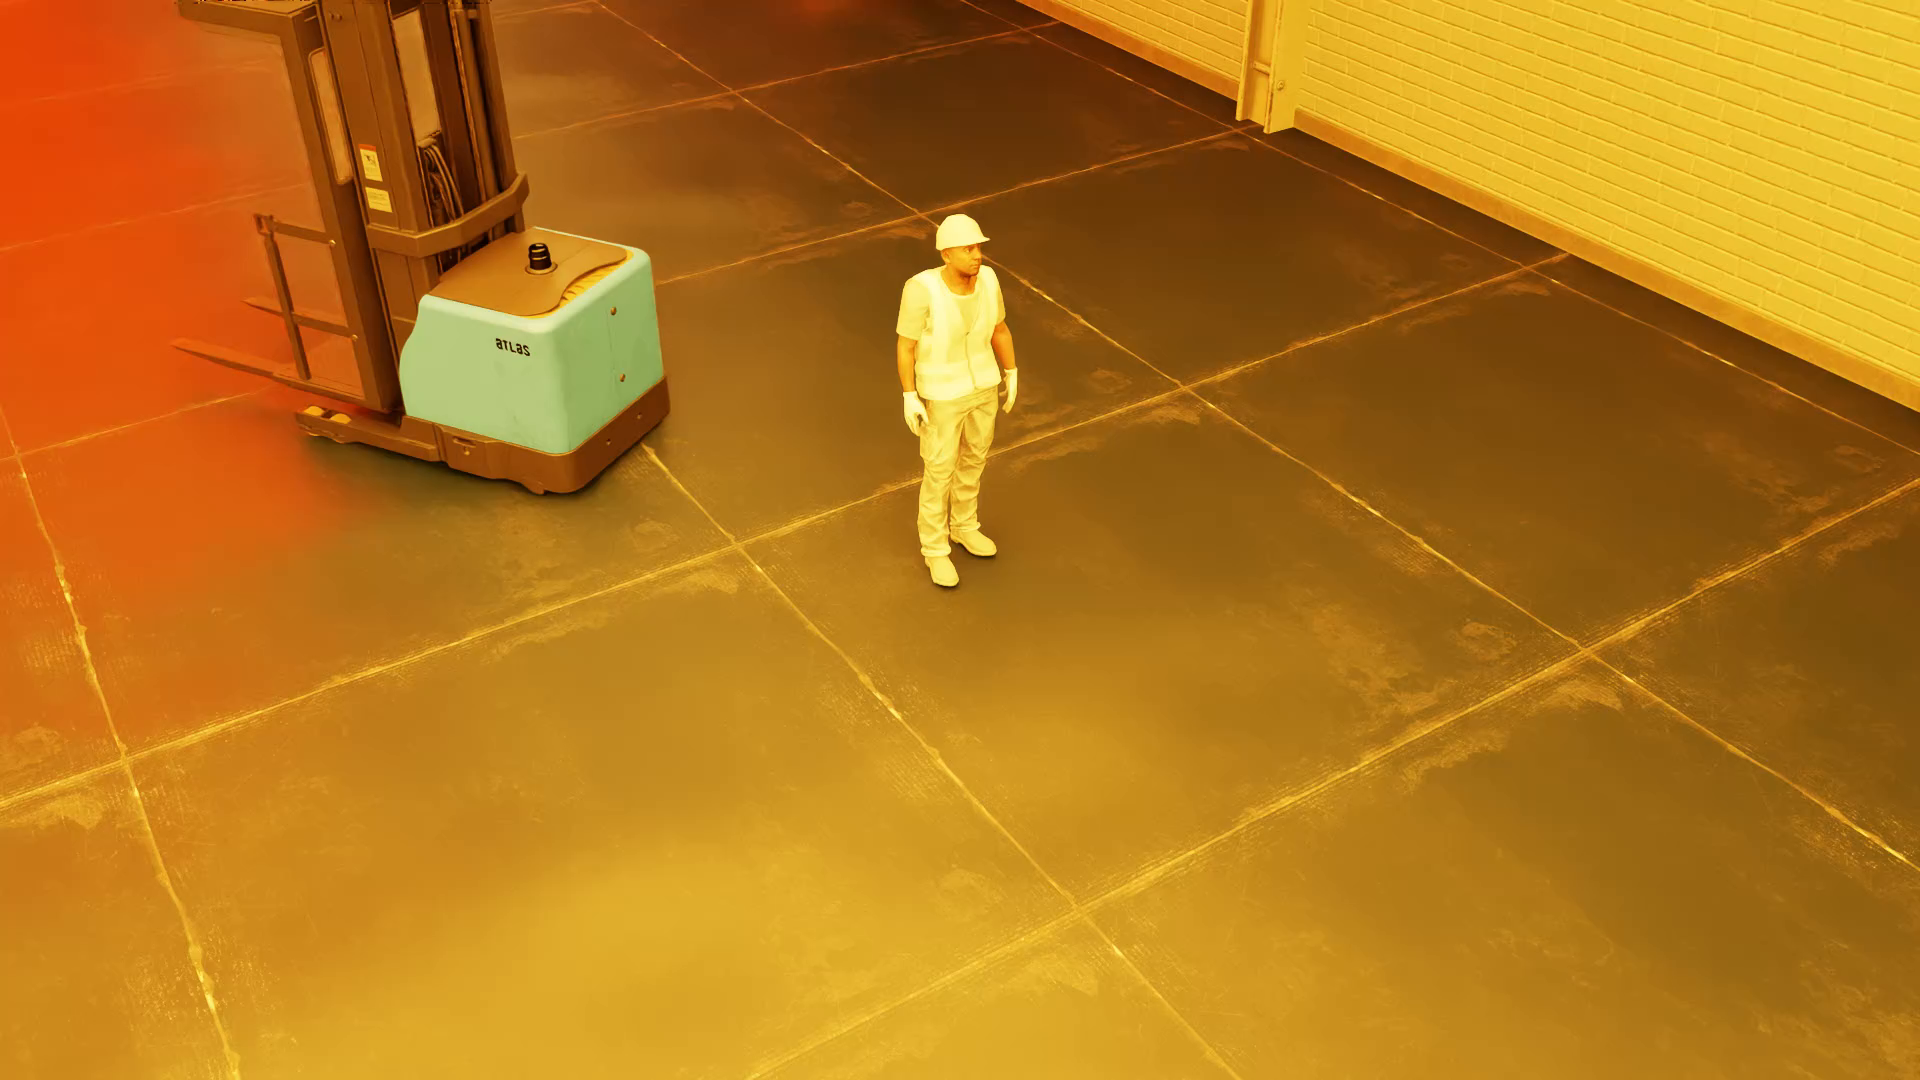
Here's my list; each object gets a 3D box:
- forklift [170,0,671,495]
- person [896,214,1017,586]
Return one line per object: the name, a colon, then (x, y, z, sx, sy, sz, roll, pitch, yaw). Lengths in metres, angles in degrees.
forklift: (-3.238, -2.009, 9.007, 3.031, 2.935, 1.130, 15, 38, 20)
person: (0.033, -0.698, 8.127, 0.656, 1.784, 0.575, -21, 40, -27)
